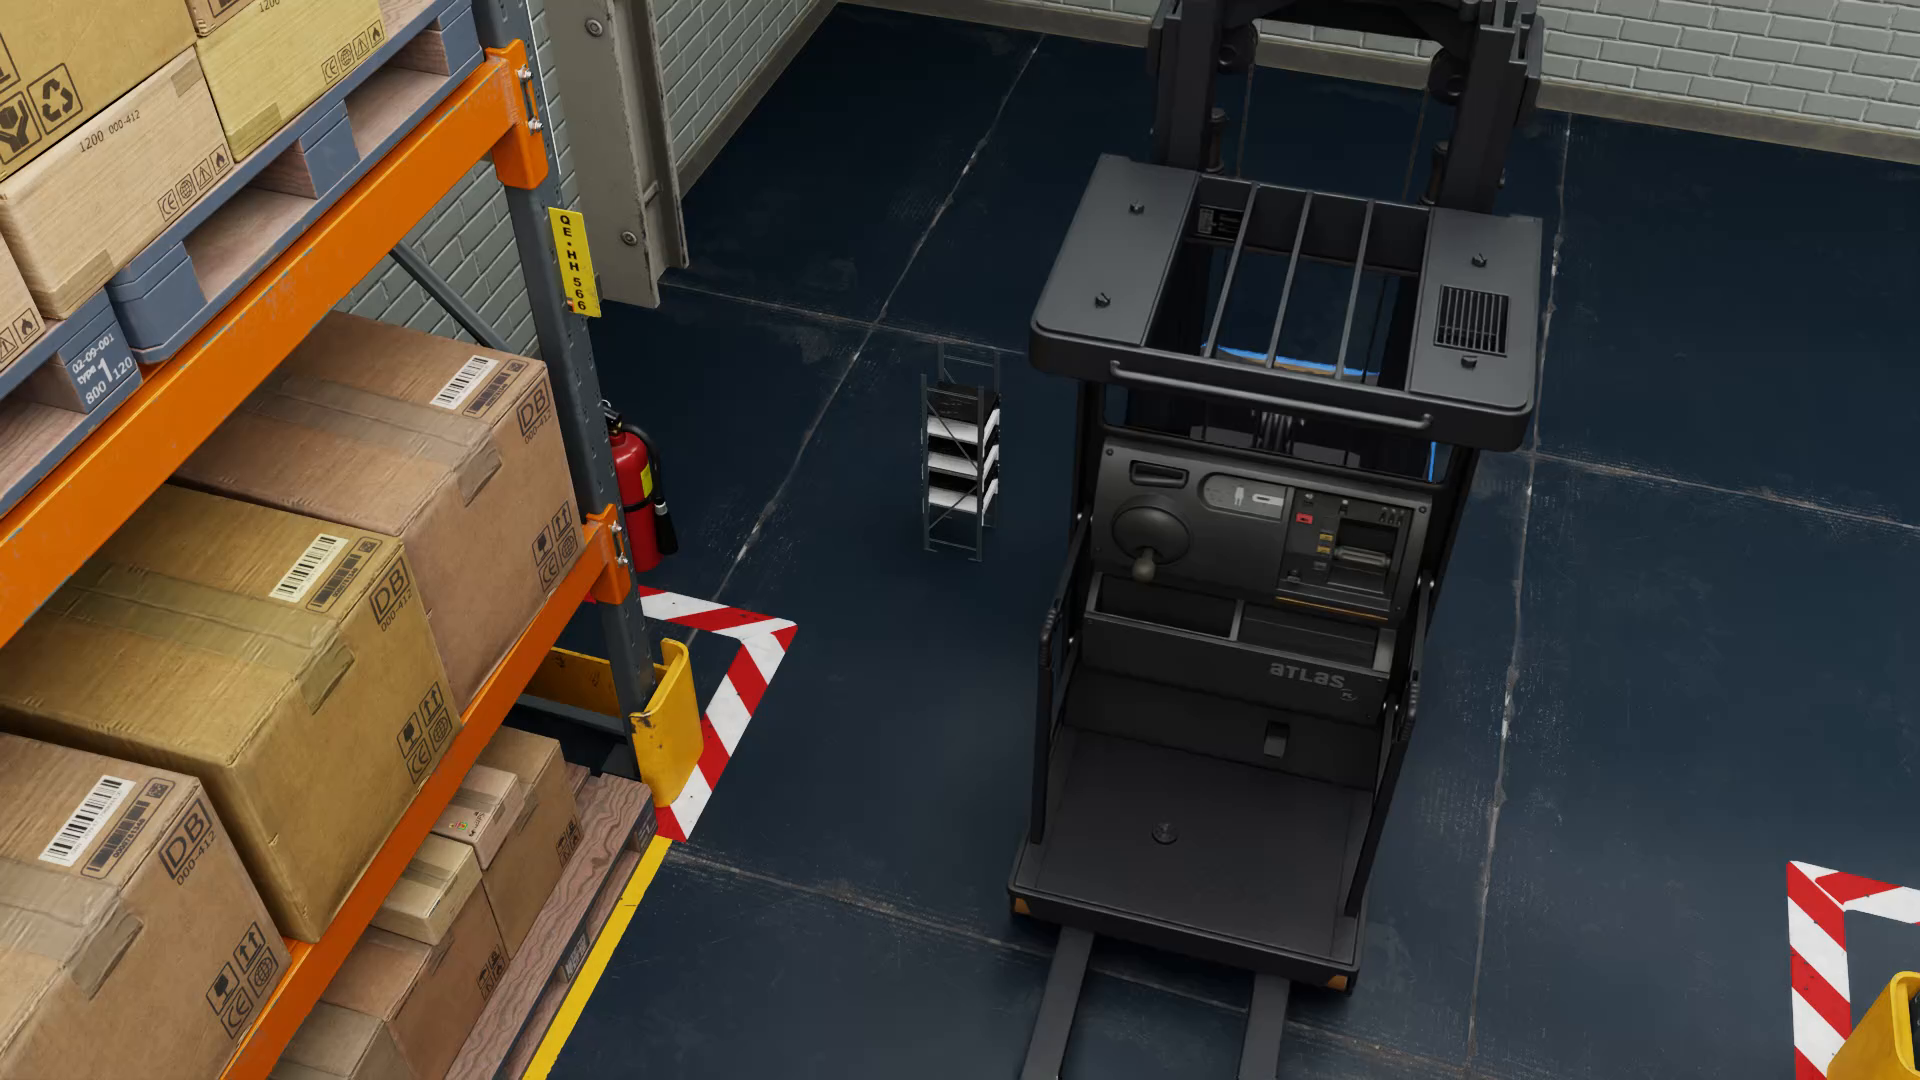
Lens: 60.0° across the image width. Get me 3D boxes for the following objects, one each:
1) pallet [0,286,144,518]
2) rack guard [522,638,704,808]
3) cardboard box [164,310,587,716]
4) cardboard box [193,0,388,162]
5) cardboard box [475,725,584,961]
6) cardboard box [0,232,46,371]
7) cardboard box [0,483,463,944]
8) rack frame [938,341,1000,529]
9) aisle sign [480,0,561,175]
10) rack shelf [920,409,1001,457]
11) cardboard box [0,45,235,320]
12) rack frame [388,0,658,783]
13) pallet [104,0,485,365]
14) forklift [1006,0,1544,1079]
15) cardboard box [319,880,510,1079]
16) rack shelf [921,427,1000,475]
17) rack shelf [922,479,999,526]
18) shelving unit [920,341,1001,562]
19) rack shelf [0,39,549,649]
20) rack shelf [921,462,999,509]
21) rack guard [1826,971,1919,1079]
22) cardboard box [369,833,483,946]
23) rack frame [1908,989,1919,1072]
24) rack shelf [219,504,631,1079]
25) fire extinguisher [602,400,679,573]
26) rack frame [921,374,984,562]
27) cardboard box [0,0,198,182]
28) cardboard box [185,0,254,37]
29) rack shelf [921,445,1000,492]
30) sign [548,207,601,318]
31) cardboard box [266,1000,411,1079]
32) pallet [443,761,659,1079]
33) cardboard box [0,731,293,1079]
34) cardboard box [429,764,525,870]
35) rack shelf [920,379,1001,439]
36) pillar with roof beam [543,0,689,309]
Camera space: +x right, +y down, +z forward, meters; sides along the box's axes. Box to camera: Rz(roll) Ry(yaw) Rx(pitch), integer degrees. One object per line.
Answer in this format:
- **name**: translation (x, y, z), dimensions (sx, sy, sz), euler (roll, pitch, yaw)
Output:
- **pallet**: translation (-2.104, -0.076, 2.602), dimensions (1.003, 0.211, 1.213), euler (13, 46, 13)
- **rack guard**: translation (-1.514, 0.529, 5.852), dimensions (1.175, 0.500, 0.348), euler (13, 46, 13)
- **cardboard box**: translation (-1.666, -0.113, 4.507), dimensions (0.980, 0.700, 0.700), euler (14, 46, 14)
- **cardboard box**: translation (-1.490, -1.008, 3.226), dimensions (0.500, 0.250, 0.500), euler (14, 46, 14)
- **cardboard box**: translation (-1.638, 0.883, 5.190), dimensions (0.700, 0.500, 0.500), euler (13, 46, 13)
- **cardboard box**: translation (-1.800, -0.313, 2.516), dimensions (0.500, 0.250, 0.500), euler (11, 45, 11)
- **cardboard box**: translation (-1.876, 0.374, 4.009), dimensions (0.980, 0.700, 0.700), euler (12, 46, 12)
- **rack frame**: translation (0.033, -0.395, 6.510), dimensions (0.240, 0.900, 0.006), euler (13, 46, 13)
- **aisle sign**: translation (-1.214, -1.262, 4.036), dimensions (0.394, 0.787, 0.004), euler (13, 46, 13)
- **rack shelf**: translation (0.002, -0.432, 6.338), dimensions (0.258, 0.077, 0.200), euler (13, 46, 13)
- **cardboard box**: translation (-1.647, -0.661, 2.872), dimensions (0.500, 0.250, 0.500), euler (11, 45, 11)
- **rack frame**: translation (-1.521, -0.348, 4.961), dimensions (1.000, 3.000, 0.127), euler (13, 46, 13)
- **pallet**: translation (-1.736, -0.892, 3.435), dimensions (1.003, 0.211, 1.213), euler (13, 46, 13)
- **forklift**: translation (0.791, 0.067, 4.586), dimensions (1.130, 2.935, 3.031), euler (11, 45, 11)
- **cardboard box**: translation (-1.789, 1.216, 4.849), dimensions (0.700, 0.500, 0.500), euler (12, 46, 12)
- **rack shelf**: translation (0.002, -0.368, 6.401), dimensions (0.258, 0.077, 0.200), euler (13, 46, 13)
- **rack shelf**: translation (0.002, -0.175, 6.590), dimensions (0.258, 0.077, 0.200), euler (13, 46, 13)
- **shelving unit**: translation (0.002, -0.327, 6.441), dimensions (0.258, 0.900, 0.210), euler (13, 46, 13)
- **rack shelf**: translation (-2.127, 0.170, 2.801), dimensions (1.077, 0.370, 4.000), euler (13, 46, 13)
- **rack shelf**: translation (0.002, -0.239, 6.527), dimensions (0.258, 0.077, 0.200), euler (13, 46, 13)
- **rack guard**: translation (3.178, 1.643, 4.714), dimensions (1.175, 0.500, 0.348), euler (13, 46, 13)
- **cardboard box**: translation (-1.580, 0.946, 4.662), dimensions (0.380, 0.149, 0.250), euler (14, 46, 14)
- **rack frame**: translation (3.201, 0.699, 3.891), dimensions (1.000, 3.000, 0.127), euler (13, 46, 13)
- **rack shelf**: translation (-2.127, 1.242, 3.850), dimensions (1.077, 0.370, 4.000), euler (13, 46, 13)
- **fire extinguisher**: translation (-1.036, -0.190, 5.121), dimensions (0.296, 0.674, 0.183), euler (13, 46, 13)
- **rack frame**: translation (-0.028, -0.259, 6.372), dimensions (0.240, 0.900, 0.006), euler (13, 46, 13)
- **cardboard box**: translation (-1.645, -0.944, 2.624), dimensions (0.500, 0.500, 0.500), euler (14, 46, 14)
- **cardboard box**: translation (-1.483, -1.275, 2.963), dimensions (0.500, 0.500, 0.500), euler (12, 46, 12)
- **rack shelf**: translation (0.002, -0.303, 6.464), dimensions (0.258, 0.077, 0.200), euler (13, 46, 13)
- **sign**: translation (-1.008, -0.723, 4.346), dimensions (0.100, 0.325, 0.005), euler (13, 46, 13)
- **cardboard box**: translation (-1.941, 1.552, 4.506), dimensions (0.700, 0.500, 0.500), euler (11, 45, 11)
- **pallet**: translation (-1.689, 1.198, 5.375), dimensions (1.003, 0.211, 1.213), euler (13, 46, 13)
- **cardboard box**: translation (-2.116, 0.880, 3.491), dimensions (0.980, 0.700, 0.700), euler (10, 45, 11)
- **cardboard box**: translation (-1.503, 0.775, 4.836), dimensions (0.380, 0.149, 0.250), euler (12, 46, 12)
- **rack shelf**: translation (0.002, -0.496, 6.275), dimensions (0.258, 0.077, 0.200), euler (13, 46, 13)
- **pillar with roof beam**: translation (2.575, -3.563, 3.958), dimensions (9.100, 9.000, 0.400), euler (13, 46, 13)
